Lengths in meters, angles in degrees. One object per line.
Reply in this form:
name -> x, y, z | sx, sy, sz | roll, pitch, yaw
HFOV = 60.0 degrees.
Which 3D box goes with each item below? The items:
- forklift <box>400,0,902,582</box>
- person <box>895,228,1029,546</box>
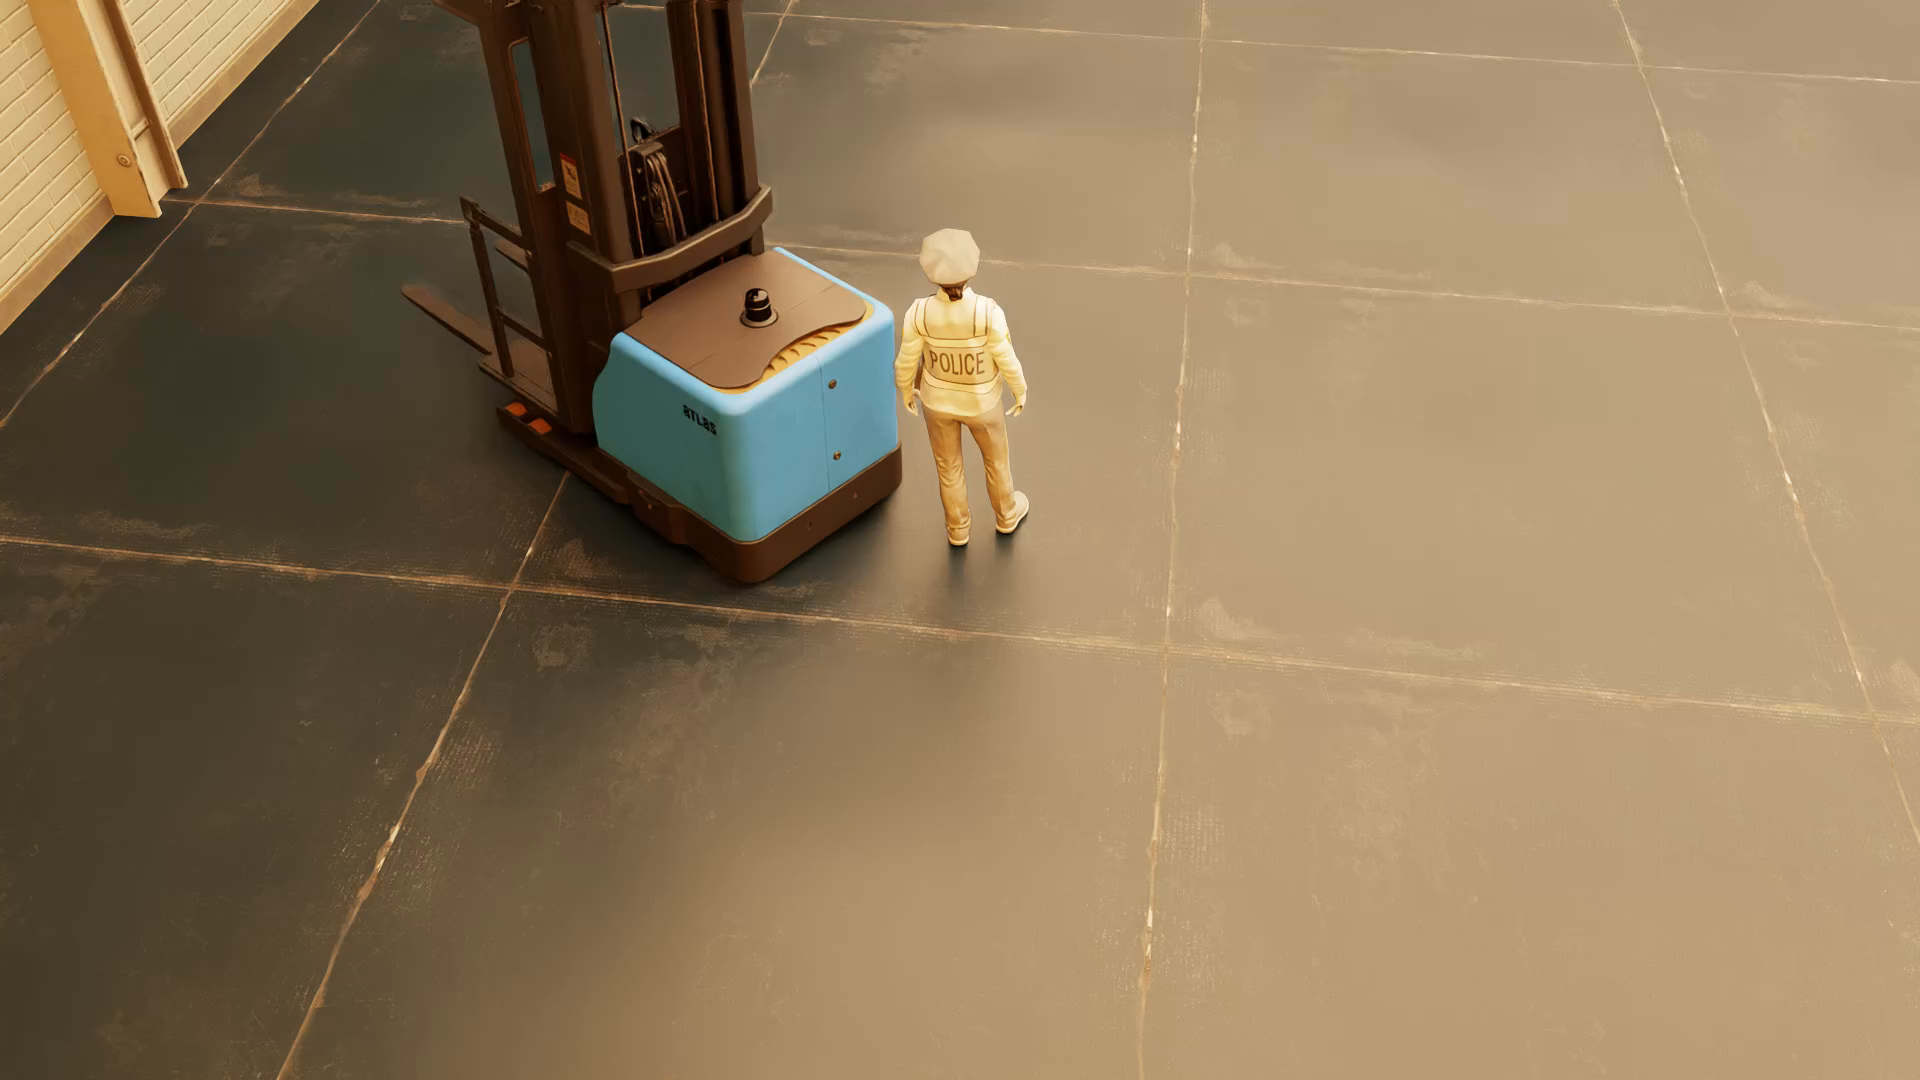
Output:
forklift -> -1.708, -1.757, 7.637 | 3.031, 2.935, 1.130 | 32, 51, 30
person -> 0.016, -0.675, 7.362 | 0.586, 1.694, 0.530 | 5, 43, 6
